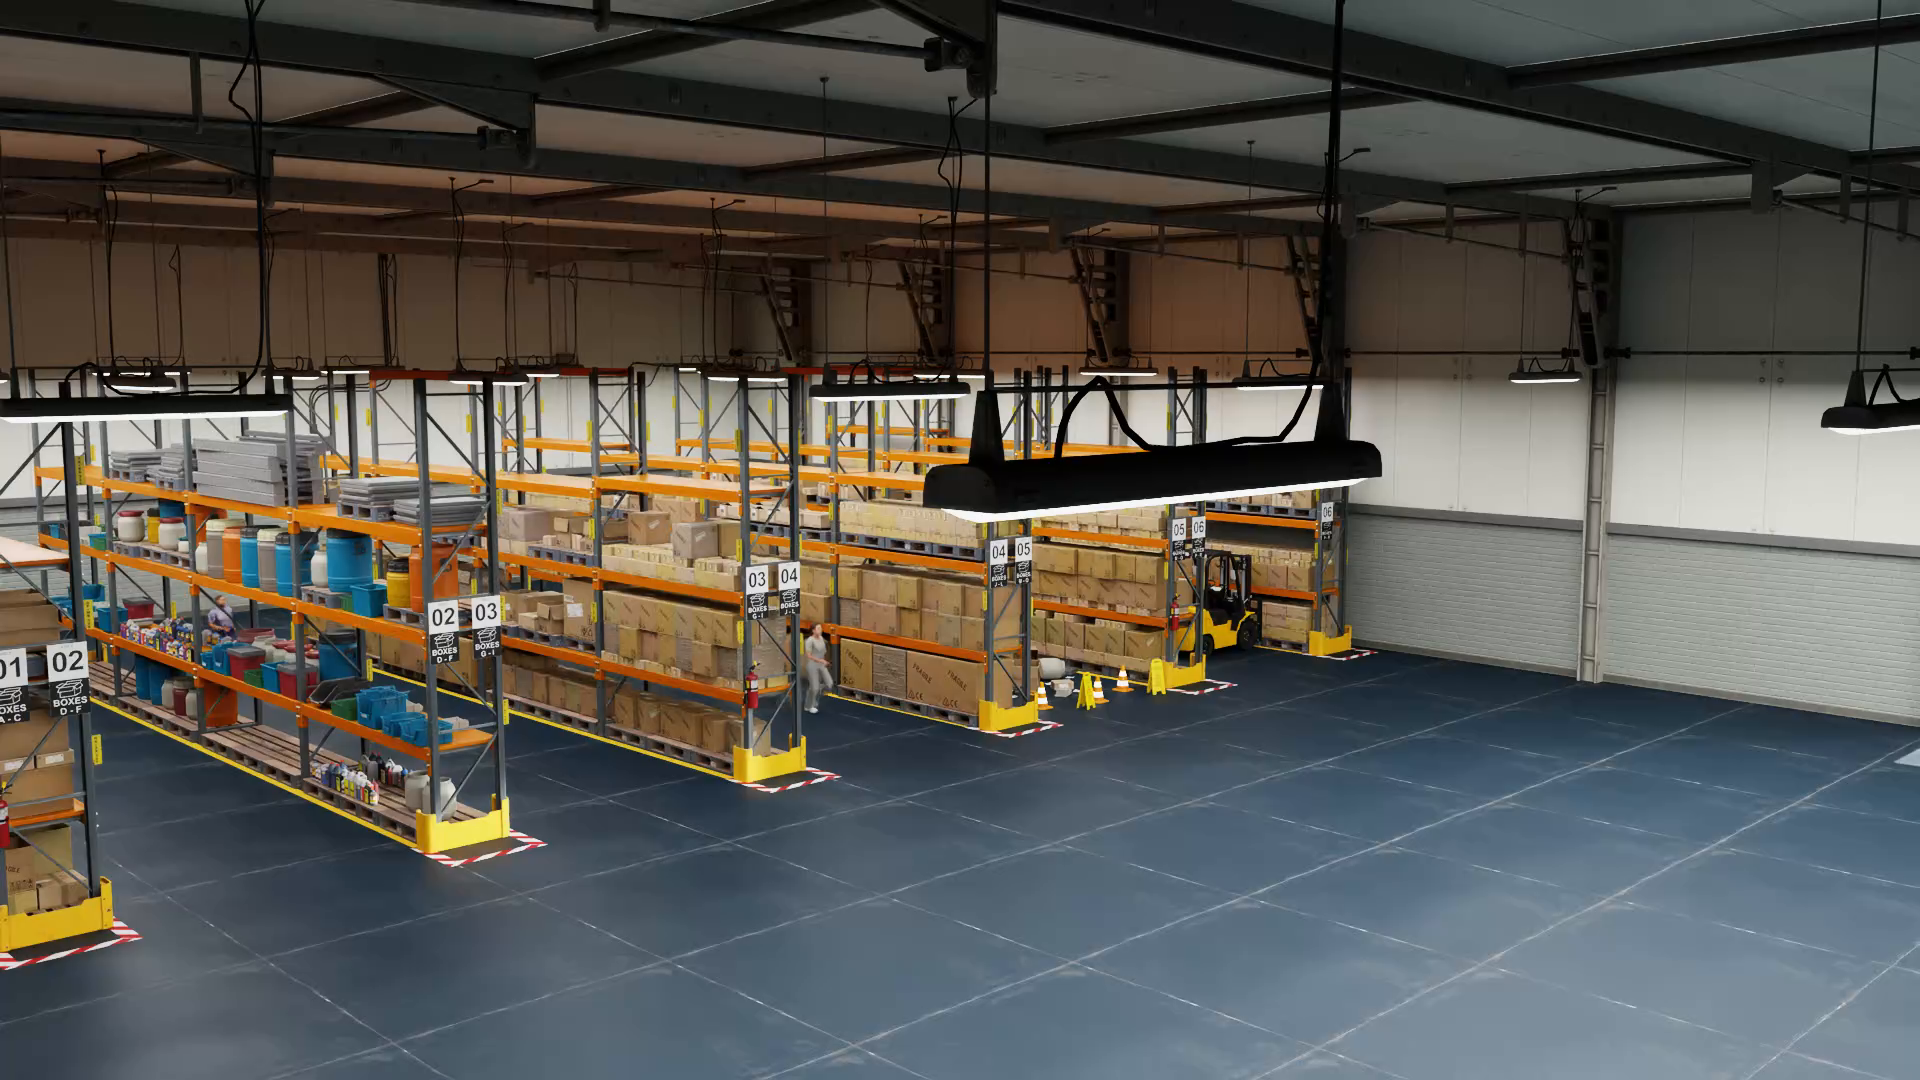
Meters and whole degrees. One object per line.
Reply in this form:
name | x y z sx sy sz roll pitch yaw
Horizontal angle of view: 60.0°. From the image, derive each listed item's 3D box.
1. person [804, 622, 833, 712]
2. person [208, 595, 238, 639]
person | -2.490 2.231 29.182 0.636 1.624 0.543 5 8 37
person | -14.354 1.884 32.494 0.531 1.587 0.599 5 8 36
